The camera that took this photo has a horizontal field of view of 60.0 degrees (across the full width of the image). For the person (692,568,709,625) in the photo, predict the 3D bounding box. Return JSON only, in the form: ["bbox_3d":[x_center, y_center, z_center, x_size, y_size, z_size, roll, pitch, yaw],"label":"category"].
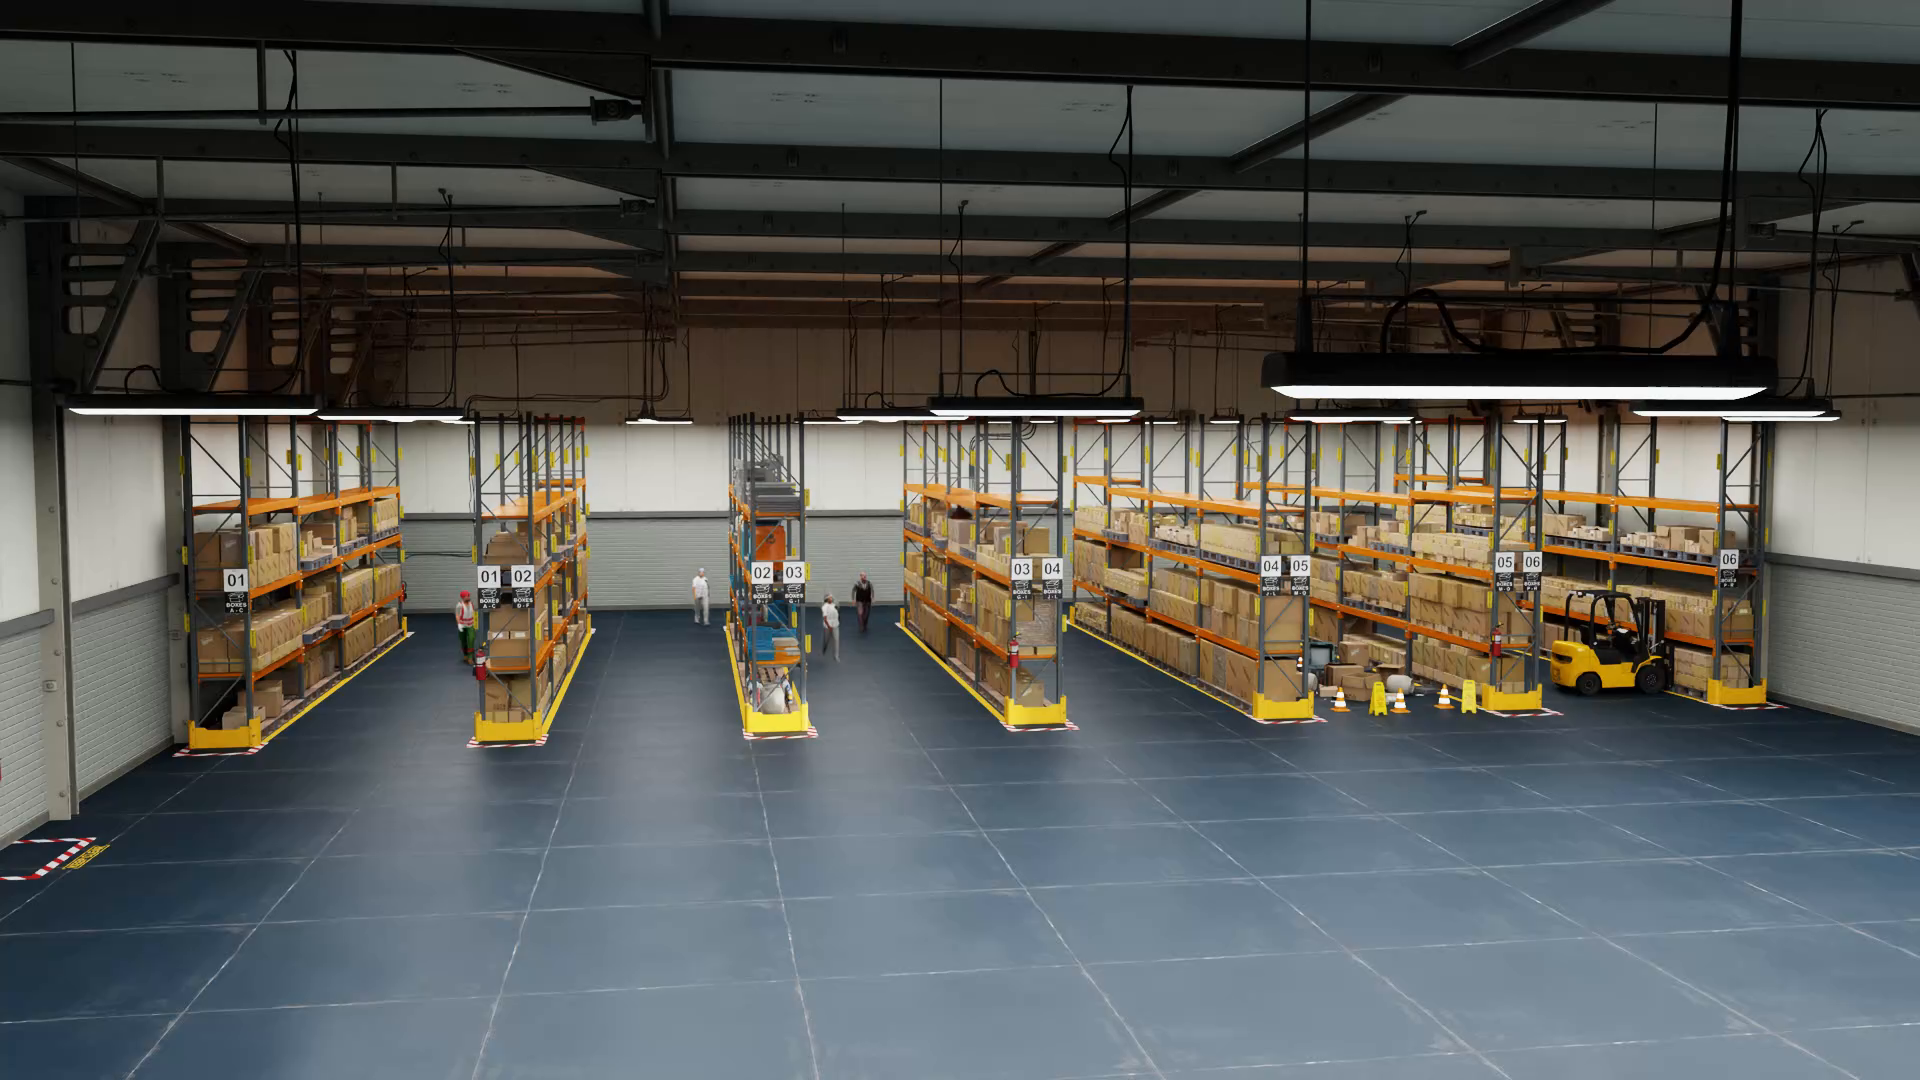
[{"bbox_3d":[-7.488,1.630,48.065,0.490,1.607,1.005,-1,4,-11],"label":"person"}]

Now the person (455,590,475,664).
[{"bbox_3d":[-11.976,2.095,40.252,0.472,1.743,0.975,-1,4,-11],"label":"person"}]

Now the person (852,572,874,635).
[{"bbox_3d":[-2.694,1.793,46.296,0.624,1.648,0.940,-1,4,-8],"label":"person"}]

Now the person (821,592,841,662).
[{"bbox_3d":[-3.089,2.066,39.740,0.441,1.646,0.937,-1,4,-19],"label":"person"}]
